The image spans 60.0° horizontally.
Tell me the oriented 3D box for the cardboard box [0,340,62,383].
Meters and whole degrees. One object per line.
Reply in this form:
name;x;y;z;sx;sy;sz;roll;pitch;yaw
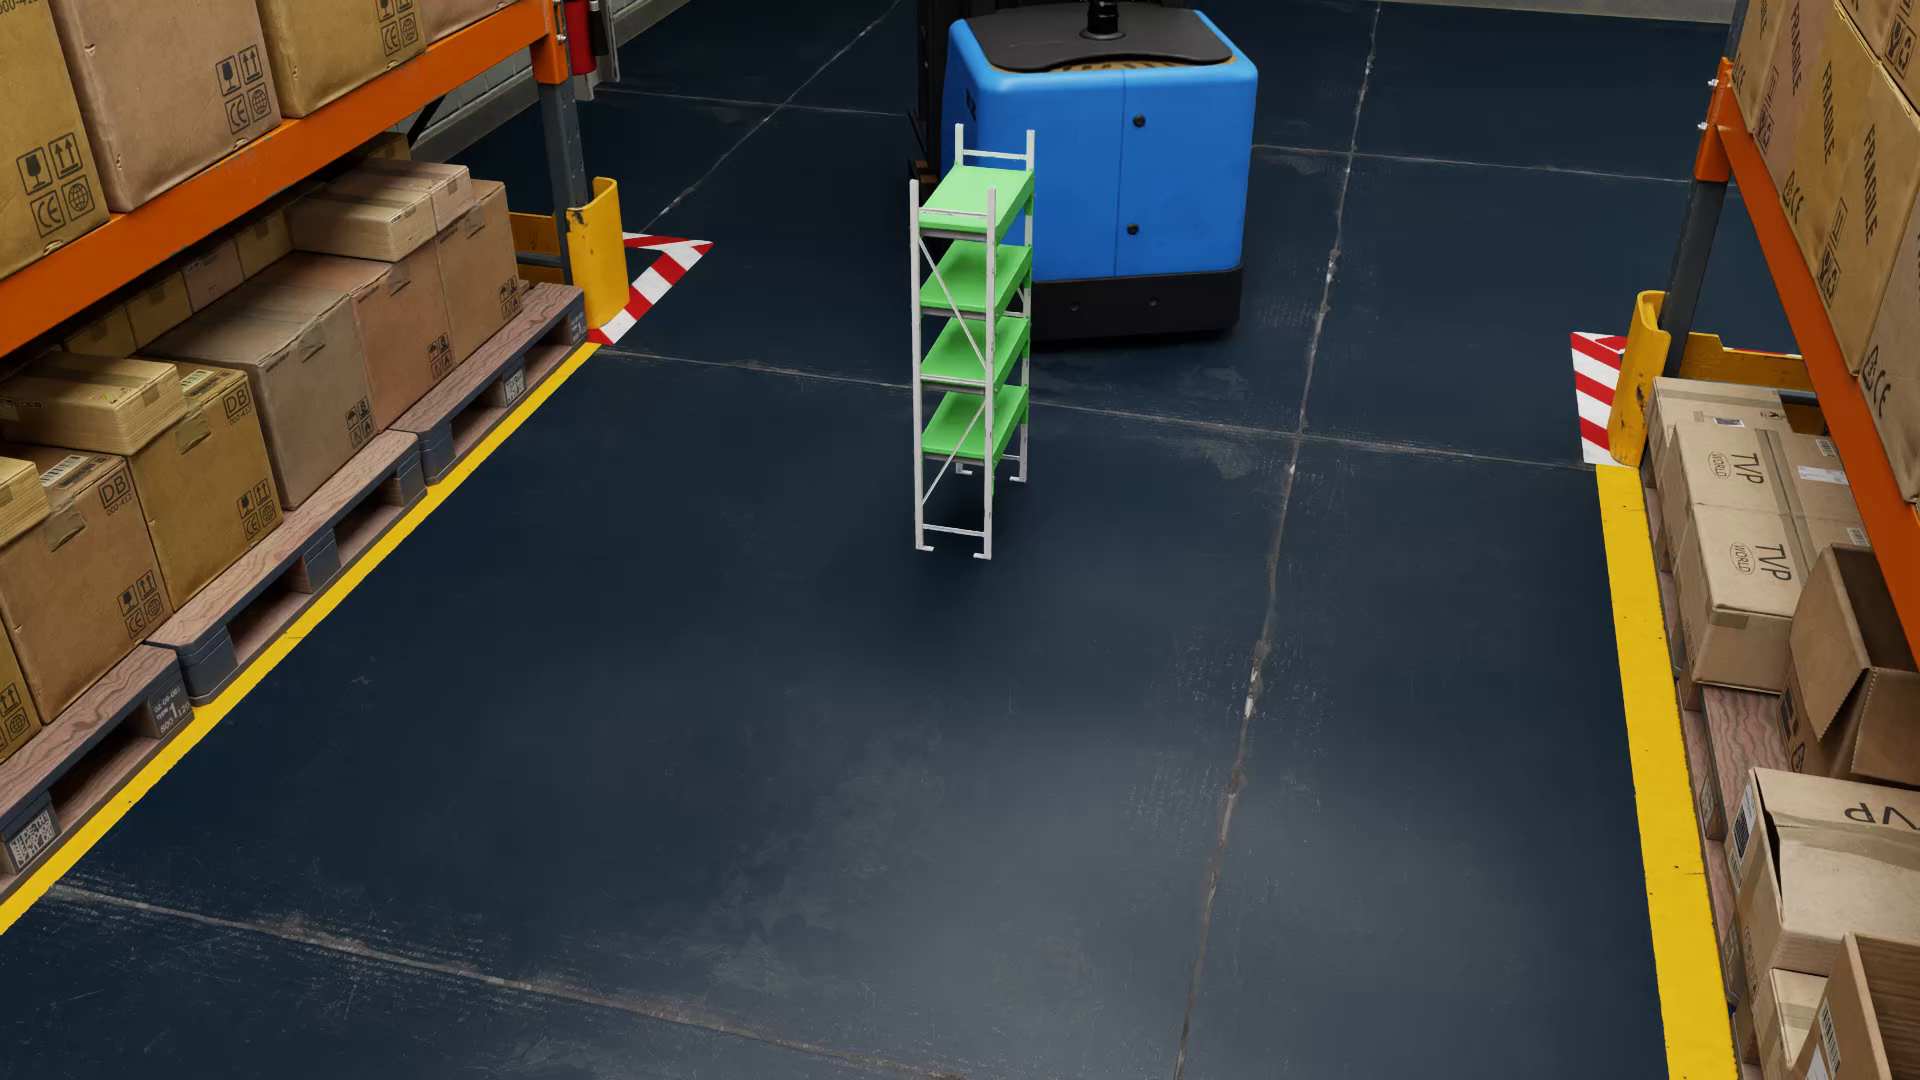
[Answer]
cardboard box;-2.639;-0.431;4.466;0.380;0.149;0.250;8;33;13

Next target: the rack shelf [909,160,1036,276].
rack shelf;0.042;-0.943;4.840;0.258;0.148;0.480;8;33;12

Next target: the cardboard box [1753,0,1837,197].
cardboard box;2.352;-1.150;4.170;0.500;0.500;0.500;8;33;12

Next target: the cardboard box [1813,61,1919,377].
cardboard box;2.094;-0.631;3.353;0.500;0.500;0.500;8;33;13

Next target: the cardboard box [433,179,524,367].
cardboard box;-2.028;-0.988;5.947;0.700;0.500;0.500;8;33;12

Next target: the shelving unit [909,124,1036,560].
shelving unit;0.042;-0.592;5.063;0.258;1.200;0.503;8;33;12

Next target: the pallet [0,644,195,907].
pallet;-2.693;0.626;4.069;1.003;0.211;1.213;8;33;12

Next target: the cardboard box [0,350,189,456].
cardboard box;-2.277;-0.361;4.356;0.380;0.149;0.250;7;33;11

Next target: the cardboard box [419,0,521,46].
cardboard box;-2.067;-2.104;5.483;0.980;0.700;0.700;10;34;15

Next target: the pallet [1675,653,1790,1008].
pallet;2.313;0.691;3.967;1.003;0.211;1.213;8;33;12

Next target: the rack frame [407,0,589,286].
rack frame;-1.947;-2.243;5.982;1.000;3.000;0.127;8;33;12

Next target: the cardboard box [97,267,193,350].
cardboard box;-2.509;-0.696;4.883;0.380;0.149;0.250;8;33;13

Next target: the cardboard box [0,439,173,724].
cardboard box;-2.542;0.076;4.273;0.700;0.500;0.500;8;33;12

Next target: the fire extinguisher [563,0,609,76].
fire extinguisher;-1.462;-2.068;6.127;0.296;0.674;0.183;8;33;12

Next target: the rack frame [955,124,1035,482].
rack frame;0.104;-0.719;5.262;0.240;1.200;0.015;8;33;12

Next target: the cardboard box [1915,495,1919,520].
cardboard box;1.839;-0.099;2.517;0.500;0.500;0.500;9;34;14

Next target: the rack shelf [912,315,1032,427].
rack shelf;0.042;-0.538;5.097;0.258;0.148;0.480;8;33;12

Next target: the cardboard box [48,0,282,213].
cardboard box;-2.443;-1.330;4.267;0.980;0.700;0.700;6;33;10

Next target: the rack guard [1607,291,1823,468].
rack guard;2.826;-0.476;5.533;1.175;0.500;0.348;8;33;12

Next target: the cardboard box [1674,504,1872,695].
cardboard box;2.180;0.167;4.345;0.500;0.250;0.500;8;33;12

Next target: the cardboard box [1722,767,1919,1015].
cardboard box;1.891;0.731;3.401;0.500;0.311;0.500;8;33;12

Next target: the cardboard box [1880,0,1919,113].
cardboard box;2.093;-1.045;3.073;0.500;0.500;0.500;8;33;12

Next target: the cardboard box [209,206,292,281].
cardboard box;-2.381;-0.962;5.300;0.380;0.149;0.250;8;33;13

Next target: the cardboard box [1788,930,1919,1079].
cardboard box;1.701;1.040;2.738;0.500;0.500;0.500;8;33;12

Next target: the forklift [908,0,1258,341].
forklift;0.361;-2.756;6.853;1.130;2.935;3.031;-4;33;-7

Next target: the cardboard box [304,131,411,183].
cardboard box;-2.189;-1.354;5.918;0.380;0.149;0.250;8;33;13

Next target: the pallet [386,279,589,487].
pallet;-2.074;-0.641;6.061;1.003;0.211;1.213;8;33;12

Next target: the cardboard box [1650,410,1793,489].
cardboard box;2.344;-0.260;5.094;0.380;0.166;0.250;8;33;12

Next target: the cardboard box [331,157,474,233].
cardboard box;-1.884;-1.171;5.630;0.380;0.149;0.250;8;33;12

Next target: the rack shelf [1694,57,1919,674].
rack shelf;2.338;-0.229;3.485;1.077;0.370;4.000;8;33;12

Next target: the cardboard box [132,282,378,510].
cardboard box;-2.282;-0.468;5.128;0.700;0.500;0.500;7;33;11
